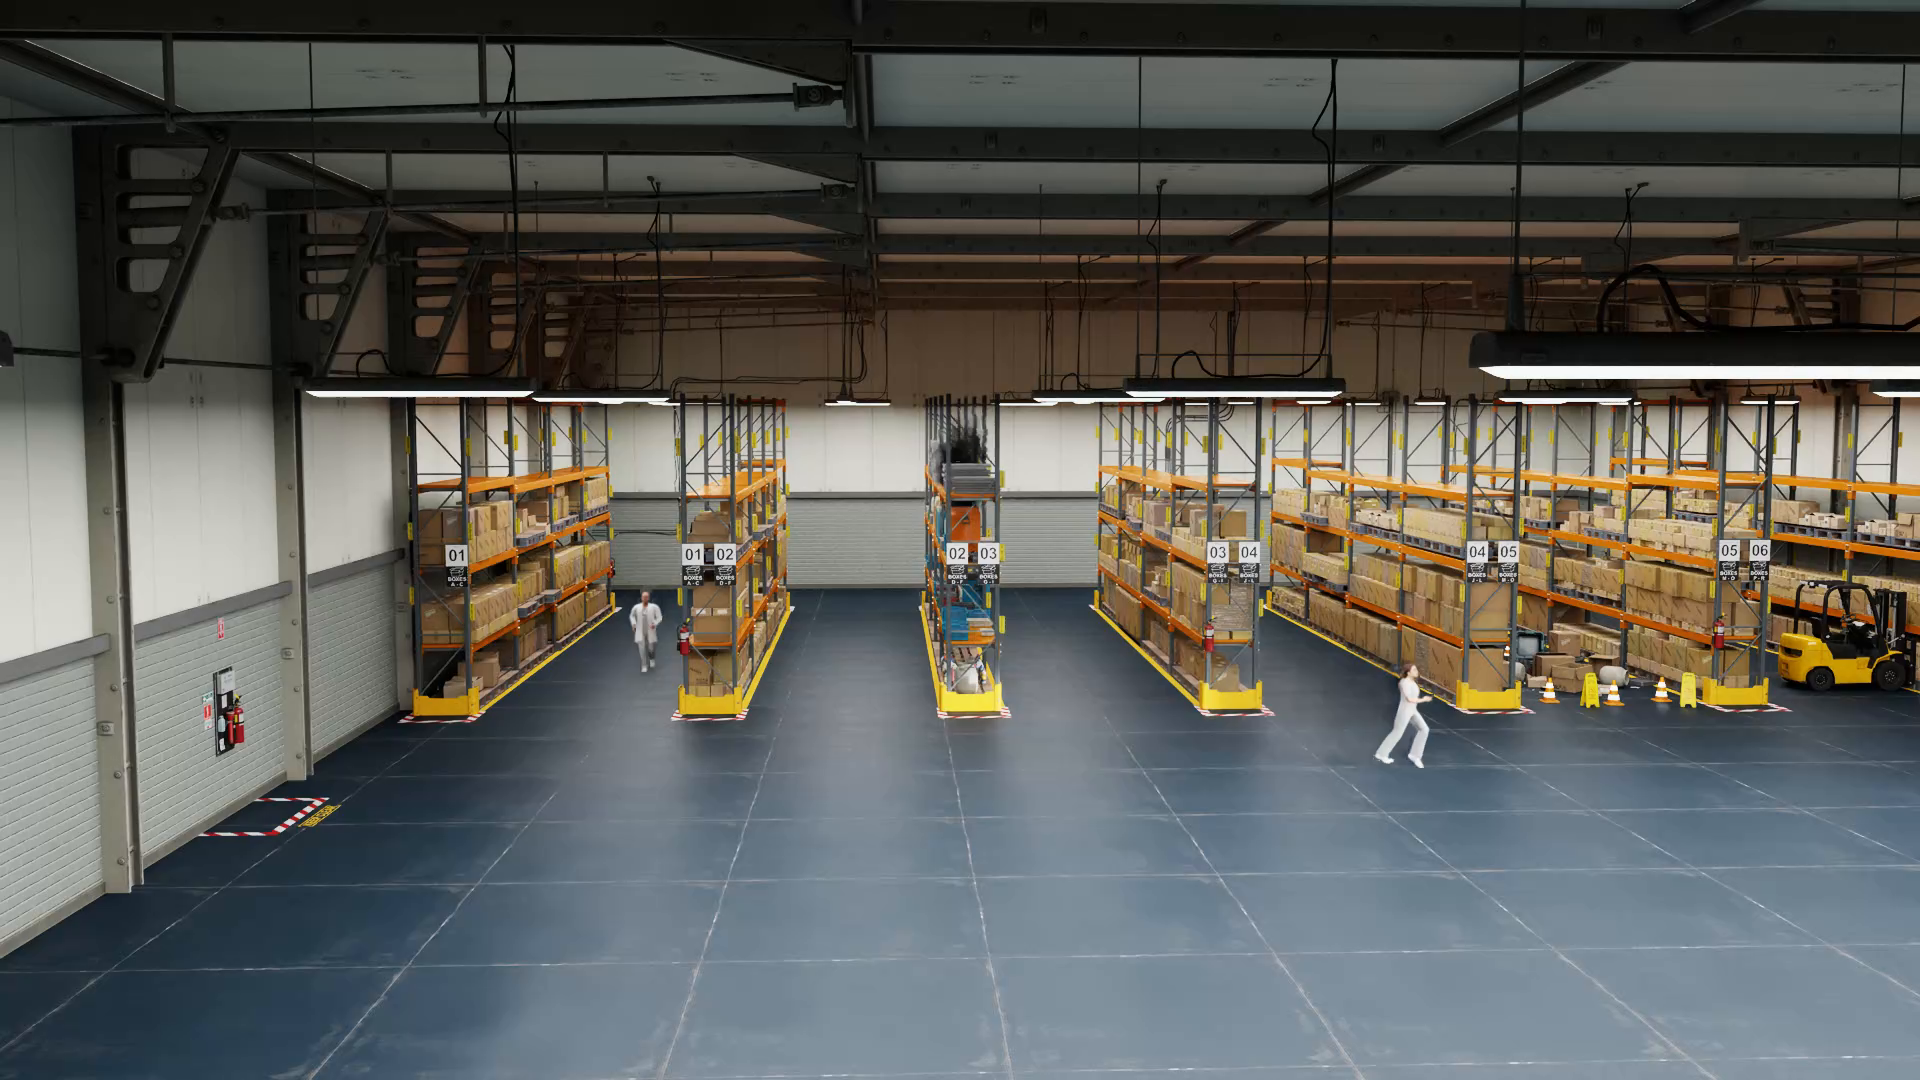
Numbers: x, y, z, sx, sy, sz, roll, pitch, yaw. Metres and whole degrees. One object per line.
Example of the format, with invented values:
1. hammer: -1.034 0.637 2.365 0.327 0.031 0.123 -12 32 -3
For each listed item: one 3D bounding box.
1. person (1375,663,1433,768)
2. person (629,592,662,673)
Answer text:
1. person: 7.112 2.793 26.569 0.876 1.697 0.572 3 5 29
2. person: -6.848 2.039 36.193 0.713 1.648 0.753 0 5 -5
